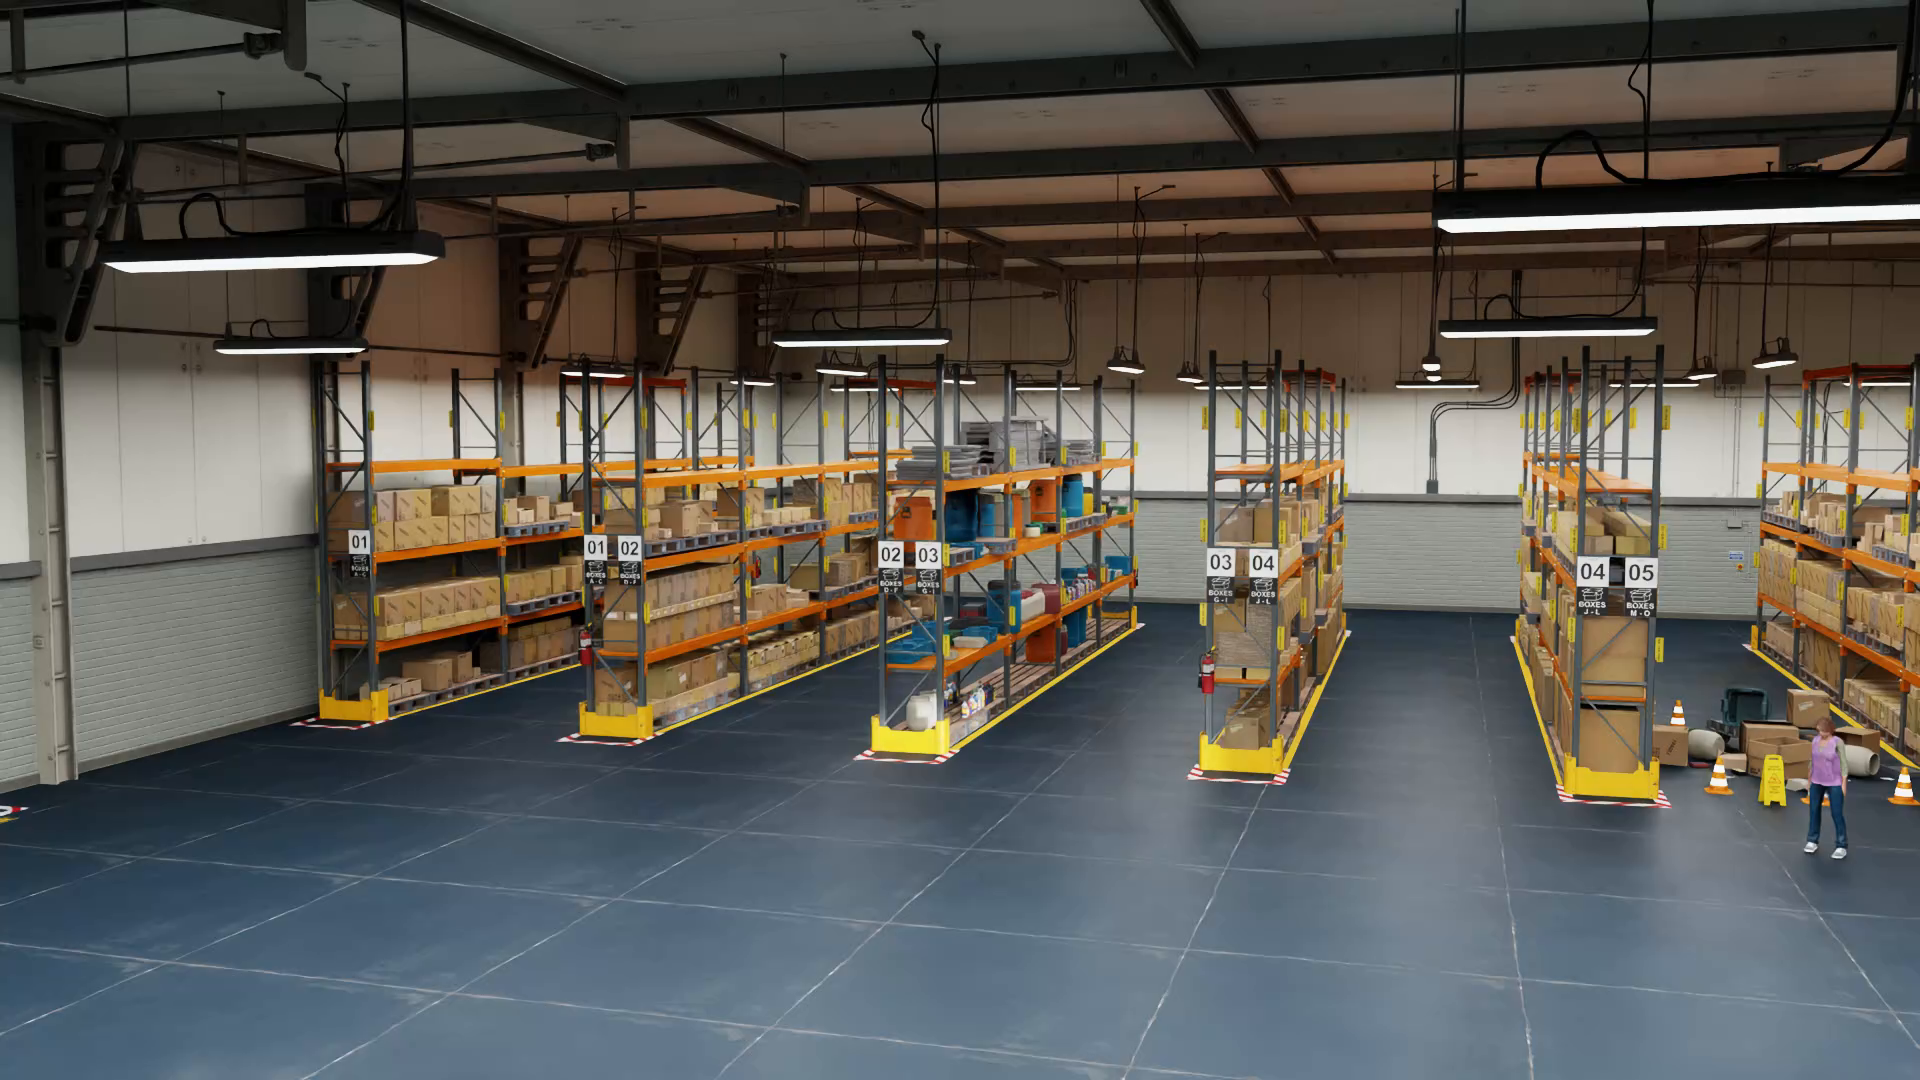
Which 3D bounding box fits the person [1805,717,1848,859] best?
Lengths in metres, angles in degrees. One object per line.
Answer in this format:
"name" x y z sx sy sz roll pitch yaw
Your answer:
"person" 9.999 2.833 19.184 0.353 1.597 0.503 -3 5 -32
